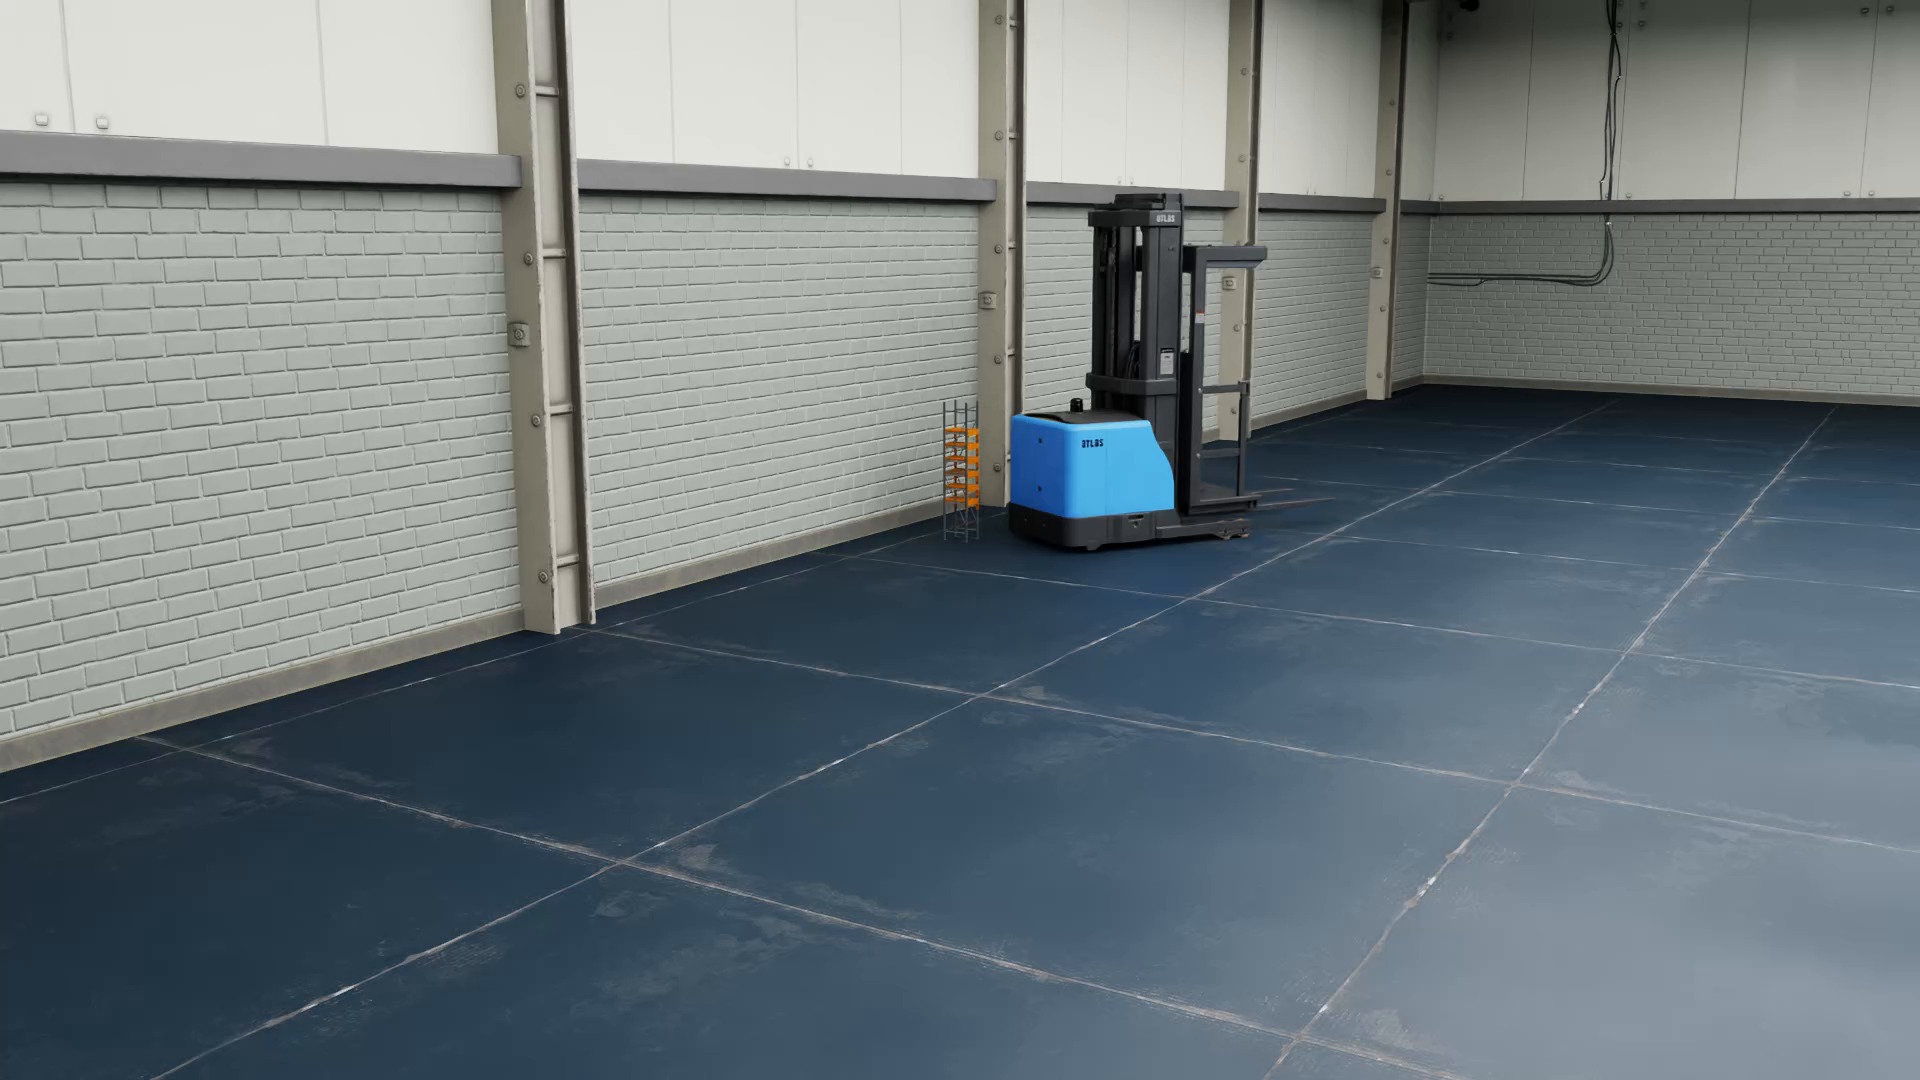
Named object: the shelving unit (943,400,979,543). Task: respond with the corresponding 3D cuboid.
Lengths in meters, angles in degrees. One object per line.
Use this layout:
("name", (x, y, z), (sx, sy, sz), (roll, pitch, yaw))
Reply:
("shelving unit", (0.008, -0.592, 14.270), (0.258, 1.200, 0.189), (6, 12, 31))

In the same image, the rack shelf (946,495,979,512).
("rack shelf", (0.008, -0.312, 14.323), (0.258, 0.103, 0.180), (6, 12, 31))

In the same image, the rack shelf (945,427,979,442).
("rack shelf", (0.008, -0.902, 14.212), (0.258, 0.103, 0.180), (6, 12, 31))

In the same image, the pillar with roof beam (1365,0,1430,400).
("pillar with roof beam", (10.309, -6.262, 23.363), (9.100, 9.000, 0.548), (6, 12, 31))

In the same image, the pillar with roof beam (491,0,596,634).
("pillar with roof beam", (0.964, -3.431, 8.241), (9.100, 9.000, 0.400), (6, 12, 31))

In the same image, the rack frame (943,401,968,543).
("rack frame", (-0.040, -0.578, 14.194), (0.240, 1.200, 0.006), (6, 12, 31))

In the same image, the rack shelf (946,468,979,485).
("rack shelf", (0.008, -0.548, 14.279), (0.258, 0.103, 0.180), (6, 12, 31))

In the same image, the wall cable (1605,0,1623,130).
("wall cable", (11.602, -7.708, 25.800), (3.097, 2.526, 0.112), (6, 12, 31))

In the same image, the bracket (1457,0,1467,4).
("bracket", (8.073, -8.754, 26.891), (0.076, 0.066, 3.189), (6, 12, 31))

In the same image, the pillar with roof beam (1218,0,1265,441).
("pillar with roof beam", (7.194, -5.318, 18.322), (9.100, 9.000, 0.400), (6, 12, 31))

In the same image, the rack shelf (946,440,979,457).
("rack shelf", (0.008, -0.784, 14.234), (0.258, 0.103, 0.180), (6, 12, 31))

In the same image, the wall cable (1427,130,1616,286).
("wall cable", (9.290, -5.484, 27.645), (3.097, 2.526, 0.112), (6, 12, 31))

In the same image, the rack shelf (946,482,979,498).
("rack shelf", (0.008, -0.430, 14.301), (0.258, 0.103, 0.180), (6, 12, 31))

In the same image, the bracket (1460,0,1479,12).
("bracket", (8.379, -8.847, 27.387), (0.235, 0.232, 0.430), (6, 12, 31))

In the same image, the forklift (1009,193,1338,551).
("forklift", (1.965, -1.523, 14.539), (3.031, 2.935, 1.130), (-6, 12, -28))

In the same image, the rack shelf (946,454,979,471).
("rack shelf", (0.008, -0.666, 14.257), (0.258, 0.103, 0.180), (6, 12, 31))

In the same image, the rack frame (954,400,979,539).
("rack frame", (0.055, -0.606, 14.347), (0.240, 1.200, 0.006), (6, 12, 31))

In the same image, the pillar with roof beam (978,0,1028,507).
("pillar with roof beam", (4.079, -4.375, 13.282), (9.100, 9.000, 0.400), (6, 12, 31))
